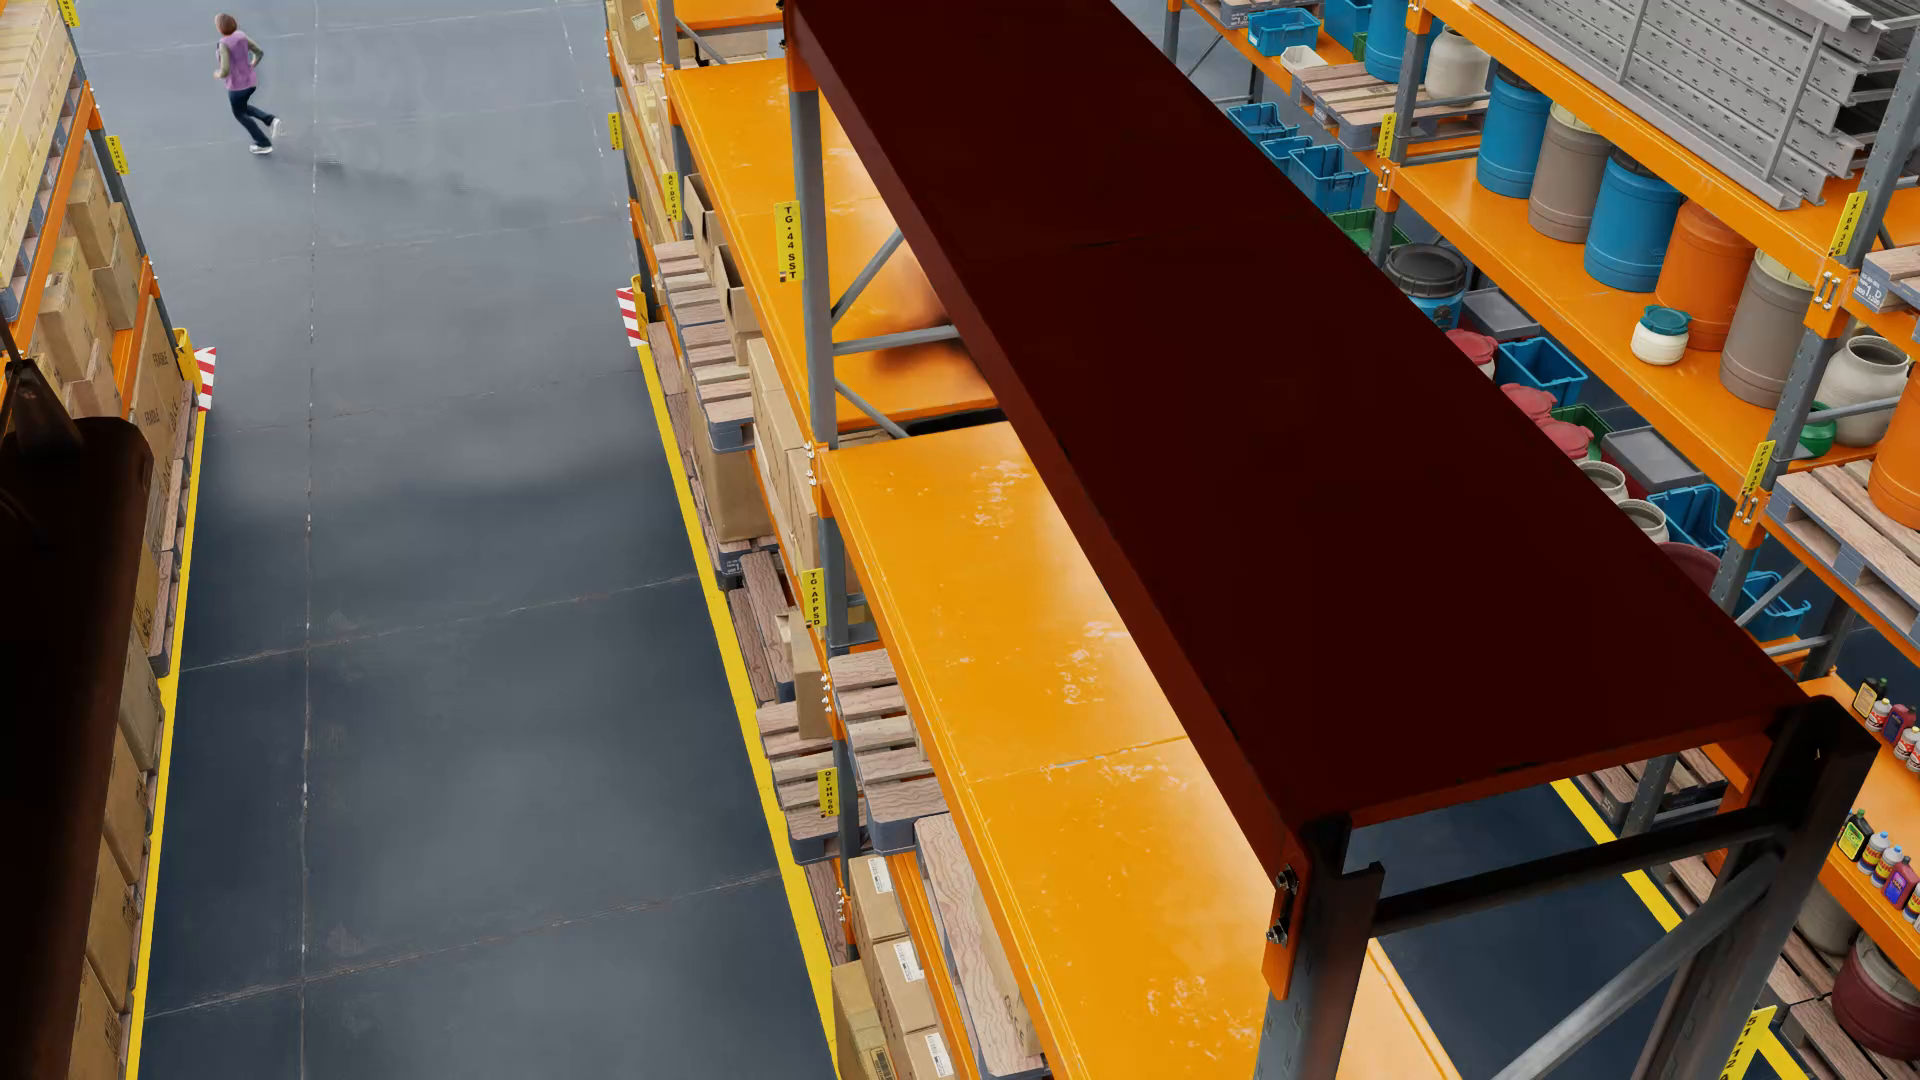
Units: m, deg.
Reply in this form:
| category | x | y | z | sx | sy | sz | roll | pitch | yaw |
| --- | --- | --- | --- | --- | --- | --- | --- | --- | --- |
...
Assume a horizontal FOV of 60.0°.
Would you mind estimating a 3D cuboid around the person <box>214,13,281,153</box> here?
| category | x | y | z | sx | sy | sz | roll | pitch | yaw |
| --- | --- | --- | --- | --- | --- | --- | --- | --- | --- |
| person | -7.643 | -4.856 | 17.716 | 0.543 | 1.557 | 0.540 | 11 | 40 | 14 |

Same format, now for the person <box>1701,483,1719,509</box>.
| category | x | y | z | sx | sy | sz | roll | pitch | yaw |
| --- | --- | --- | --- | --- | --- | --- | --- | --- | --- |
| person | 5.672 | -0.869 | 12.523 | 0.659 | 1.743 | 0.709 | -14 | 40 | -17 |
